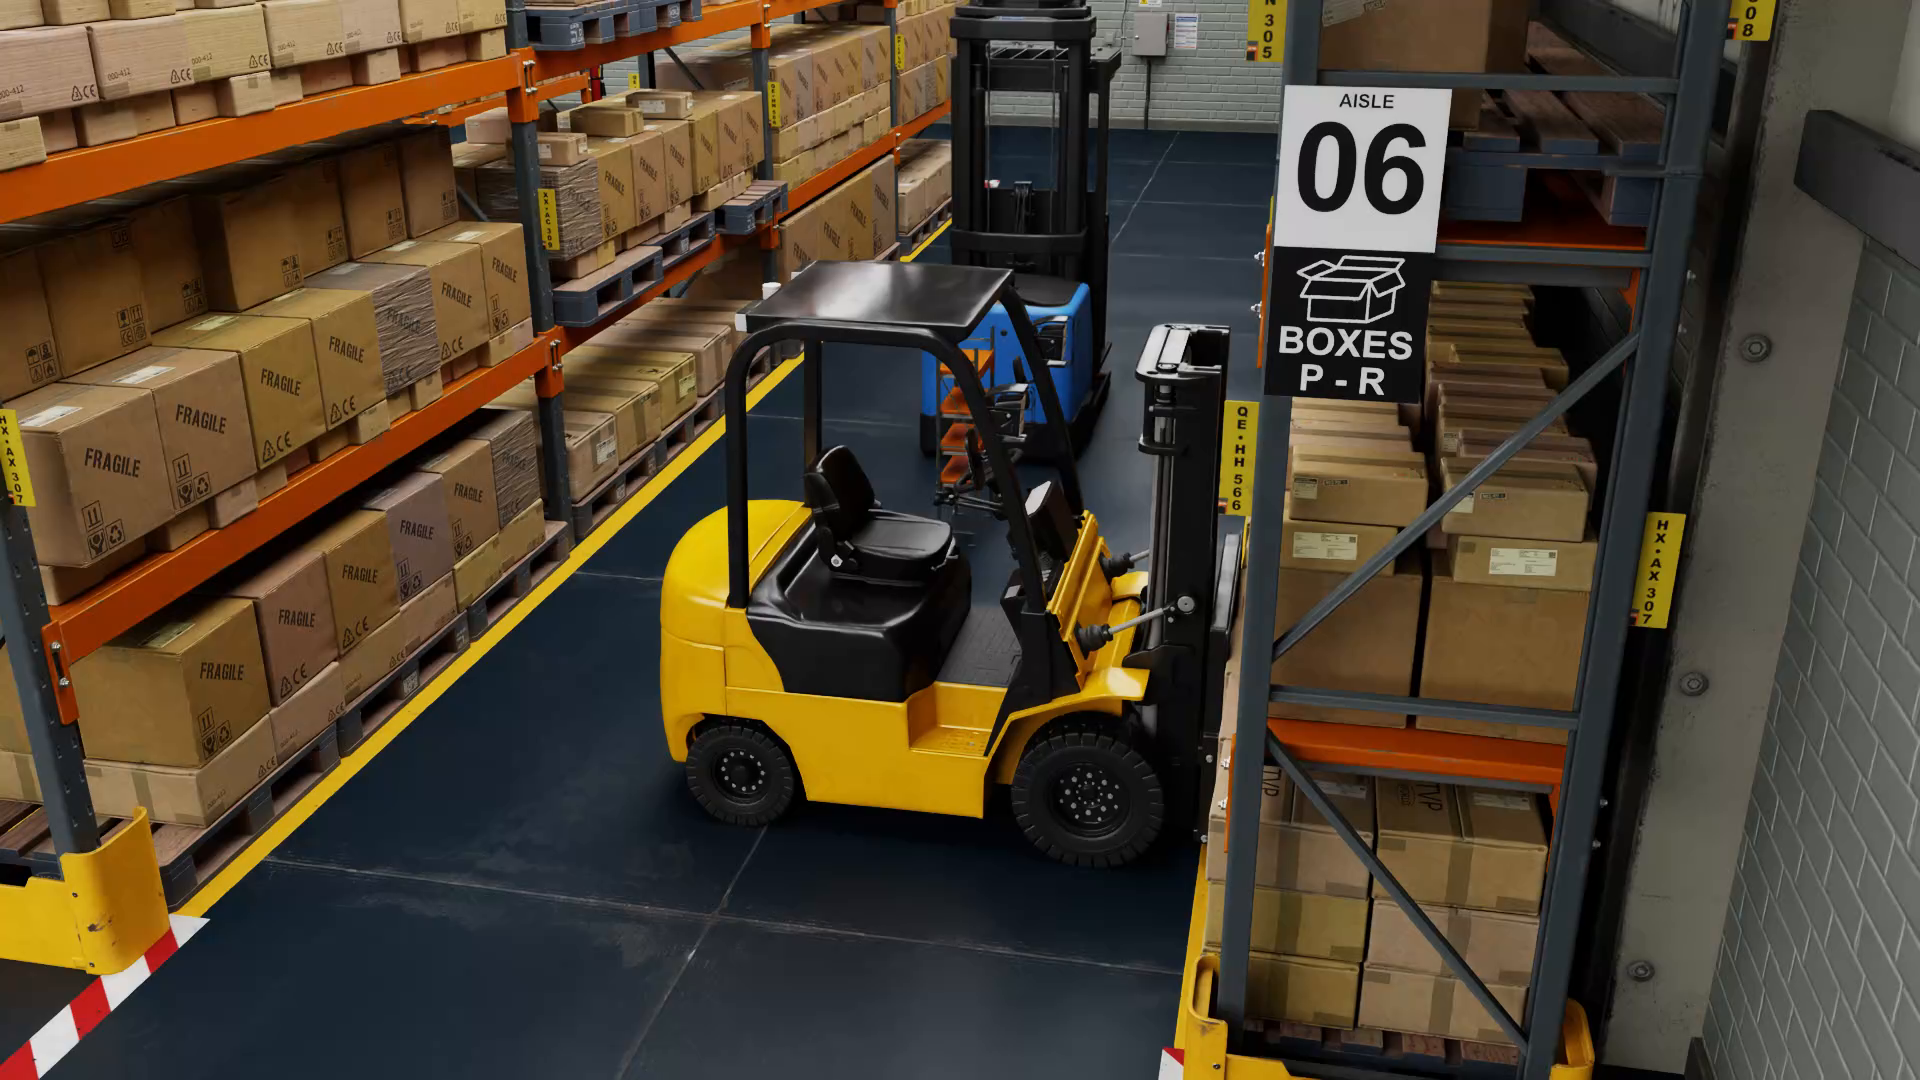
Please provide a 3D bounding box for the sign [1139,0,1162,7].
[{"bbox_3d":[2.836,-8.068,24.766,0.339,0.242,0.001,4,22,11],"label":"sign"}]

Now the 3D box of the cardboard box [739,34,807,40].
[{"bbox_3d":[-1.676,-4.292,15.022,0.500,0.500,0.500,4,22,10],"label":"cardboard box"}]

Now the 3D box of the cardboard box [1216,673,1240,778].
[{"bbox_3d":[1.175,0.711,5.852,0.500,0.250,0.500,5,22,12],"label":"cardboard box"}]

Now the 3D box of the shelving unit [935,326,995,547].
[{"bbox_3d":[0.034,-0.617,9.780,0.258,1.200,0.503,4,22,11],"label":"shelving unit"}]

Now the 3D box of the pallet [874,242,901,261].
[{"bbox_3d":[-1.207,-2.710,16.301,1.003,0.211,1.213,4,22,11],"label":"pallet"}]

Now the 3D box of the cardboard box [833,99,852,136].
[{"bbox_3d":[-1.257,-3.713,14.588,0.500,0.250,0.500,5,22,12],"label":"cardboard box"}]

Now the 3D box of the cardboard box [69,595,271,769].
[{"bbox_3d":[-3.132,0.547,6.595,0.500,0.500,0.500,4,22,9],"label":"cardboard box"}]

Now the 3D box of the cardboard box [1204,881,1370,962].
[{"bbox_3d":[1.082,1.121,5.505,0.500,0.250,0.500,4,22,10],"label":"cardboard box"}]

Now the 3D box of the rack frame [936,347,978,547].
[{"bbox_3d":[-0.016,-0.528,9.558,0.240,1.200,0.015,4,22,11],"label":"rack frame"}]

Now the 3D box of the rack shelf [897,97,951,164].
[{"bbox_3d":[-0.715,-4.690,18.445,1.077,0.370,4.000,4,22,11],"label":"rack shelf"}]

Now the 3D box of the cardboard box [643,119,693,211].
[{"bbox_3d":[-2.069,-2.447,10.819,0.500,0.500,0.500,4,22,9],"label":"cardboard box"}]

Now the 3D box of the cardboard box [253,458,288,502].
[{"bbox_3d":[-3.012,-0.266,6.835,0.380,0.149,0.250,5,22,12],"label":"cardboard box"}]

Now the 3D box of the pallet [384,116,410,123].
[{"bbox_3d":[-6.288,-4.275,16.709,1.003,0.211,1.213,4,22,11],"label":"pallet"}]

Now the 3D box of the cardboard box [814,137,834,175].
[{"bbox_3d":[-1.393,-3.300,14.232,0.500,0.250,0.500,5,23,13],"label":"cardboard box"}]

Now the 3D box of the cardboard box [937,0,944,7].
[{"bbox_3d":[-0.391,-5.948,18.268,0.380,0.149,0.250,5,22,12],"label":"cardboard box"}]

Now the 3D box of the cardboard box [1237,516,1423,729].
[{"bbox_3d":[1.132,0.227,5.140,0.500,0.500,0.500,4,22,10],"label":"cardboard box"}]

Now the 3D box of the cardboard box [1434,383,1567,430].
[{"bbox_3d":[1.758,-0.398,5.427,0.380,0.149,0.250,5,22,11],"label":"cardboard box"}]

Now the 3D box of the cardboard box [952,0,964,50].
[{"bbox_3d":[-0.250,-5.877,18.959,0.500,0.500,0.500,5,22,11],"label":"cardboard box"}]

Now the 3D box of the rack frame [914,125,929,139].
[{"bbox_3d":[-0.307,-5.755,20.127,1.000,3.000,0.127,4,22,11],"label":"rack frame"}]

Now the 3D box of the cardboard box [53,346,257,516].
[{"bbox_3d":[-3.101,-0.429,6.372,0.500,0.500,0.500,5,23,13],"label":"cardboard box"}]

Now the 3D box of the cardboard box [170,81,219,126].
[{"bbox_3d":[-3.056,-1.662,6.285,0.380,0.149,0.250,4,22,9],"label":"cardboard box"}]

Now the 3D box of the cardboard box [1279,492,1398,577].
[{"bbox_3d":[1.085,-0.022,4.890,0.380,0.149,0.250,5,22,12],"label":"cardboard box"}]

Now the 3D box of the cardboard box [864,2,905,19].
[{"bbox_3d":[-0.768,-5.294,16.642,0.380,0.149,0.250,5,22,12],"label":"cardboard box"}]

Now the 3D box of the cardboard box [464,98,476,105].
[{"bbox_3d":[-5.567,-4.895,18.329,0.380,0.149,0.250,3,22,9],"label":"cardboard box"}]

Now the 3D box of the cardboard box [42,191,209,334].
[{"bbox_3d":[-3.567,-1.134,6.783,0.700,0.500,0.500,4,22,10],"label":"cardboard box"}]

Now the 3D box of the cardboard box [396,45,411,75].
[{"bbox_3d":[-2.786,-2.232,7.702,0.380,0.149,0.250,4,22,9],"label":"cardboard box"}]

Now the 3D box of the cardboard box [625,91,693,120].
[{"bbox_3d":[-1.997,-2.889,11.050,0.380,0.149,0.250,3,22,8],"label":"cardboard box"}]

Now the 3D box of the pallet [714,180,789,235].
[{"bbox_3d":[-1.980,-2.471,12.231,1.213,0.211,1.003,4,22,11],"label":"pallet"}]

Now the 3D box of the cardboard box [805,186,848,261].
[{"bbox_3d":[-1.531,-2.610,14.602,0.875,0.875,0.875,5,22,12],"label":"cardboard box"}]

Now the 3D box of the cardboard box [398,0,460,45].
[{"bbox_3d":[-2.684,-2.459,7.731,0.500,0.250,0.500,4,22,10],"label":"cardboard box"}]

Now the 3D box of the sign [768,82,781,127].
[{"bbox_3d":[-1.406,-3.291,12.567,0.100,0.325,0.005,4,22,11],"label":"sign"}]

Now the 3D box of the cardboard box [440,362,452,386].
[{"bbox_3d":[-2.761,-0.838,8.254,0.380,0.149,0.250,4,22,10],"label":"cardboard box"}]

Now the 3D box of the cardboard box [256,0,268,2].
[{"bbox_3d":[-2.958,-2.217,6.596,0.380,0.149,0.250,5,22,12],"label":"cardboard box"}]

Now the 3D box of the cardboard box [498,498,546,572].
[{"bbox_3d":[-2.613,-0.049,9.078,0.500,0.250,0.500,5,23,13],"label":"cardboard box"}]

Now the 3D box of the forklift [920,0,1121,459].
[{"bbox_3d":[0.531,-2.414,11.925,1.130,2.935,3.031,4,22,11],"label":"forklift"}]

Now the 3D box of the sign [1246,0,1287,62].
[{"bbox_3d":[0.760,-1.338,4.066,0.100,0.325,0.005,4,22,11],"label":"sign"}]

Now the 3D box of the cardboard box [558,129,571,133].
[{"bbox_3d":[-2.675,-2.301,10.459,0.500,0.500,0.500,5,23,13],"label":"cardboard box"}]

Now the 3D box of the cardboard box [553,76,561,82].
[{"bbox_3d":[-5.087,-5.657,20.221,0.380,0.149,0.250,4,22,10],"label":"cardboard box"}]

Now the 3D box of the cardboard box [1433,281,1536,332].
[{"bbox_3d":[2.140,-0.958,6.818,0.380,0.149,0.250,4,22,10],"label":"cardboard box"}]

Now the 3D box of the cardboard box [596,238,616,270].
[{"bbox_3d":[-2.274,-1.713,9.866,0.380,0.149,0.250,5,22,12],"label":"cardboard box"}]

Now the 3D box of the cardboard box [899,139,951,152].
[{"bbox_3d":[-0.344,-4.512,19.909,0.875,0.438,0.875,4,22,9],"label":"cardboard box"}]

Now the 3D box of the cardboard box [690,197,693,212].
[{"bbox_3d":[-2.044,-2.295,11.310,0.380,0.149,0.250,5,22,11],"label":"cardboard box"}]

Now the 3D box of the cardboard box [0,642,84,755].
[{"bbox_3d":[-3.664,0.517,6.670,0.500,0.500,0.500,5,22,11],"label":"cardboard box"}]

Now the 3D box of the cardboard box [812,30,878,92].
[{"bbox_3d":[-1.067,-4.430,15.365,0.500,0.500,0.500,5,22,12],"label":"cardboard box"}]

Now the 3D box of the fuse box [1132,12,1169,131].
[{"bbox_3d":[2.848,-7.008,24.963,0.539,1.711,0.414,4,22,11],"label":"fuse box"}]

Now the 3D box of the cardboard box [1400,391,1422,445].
[{"bbox_3d":[1.325,-0.434,5.516,0.380,0.149,0.250,5,22,11],"label":"cardboard box"}]

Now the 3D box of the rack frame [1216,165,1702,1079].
[{"bbox_3d":[1.288,0.474,4.662,1.000,3.000,0.127,4,22,11],"label":"rack frame"}]

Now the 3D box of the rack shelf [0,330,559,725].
[{"bbox_3d":[-3.164,-0.301,7.549,1.077,0.370,4.000,4,22,11],"label":"rack shelf"}]

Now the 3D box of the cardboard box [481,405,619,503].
[{"bbox_3d":[-2.651,-0.534,10.119,0.950,0.372,0.625,5,22,12],"label":"cardboard box"}]

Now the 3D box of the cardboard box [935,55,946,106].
[{"bbox_3d":[-0.451,-5.043,18.227,0.500,0.500,0.500,5,22,13],"label":"cardboard box"}]
